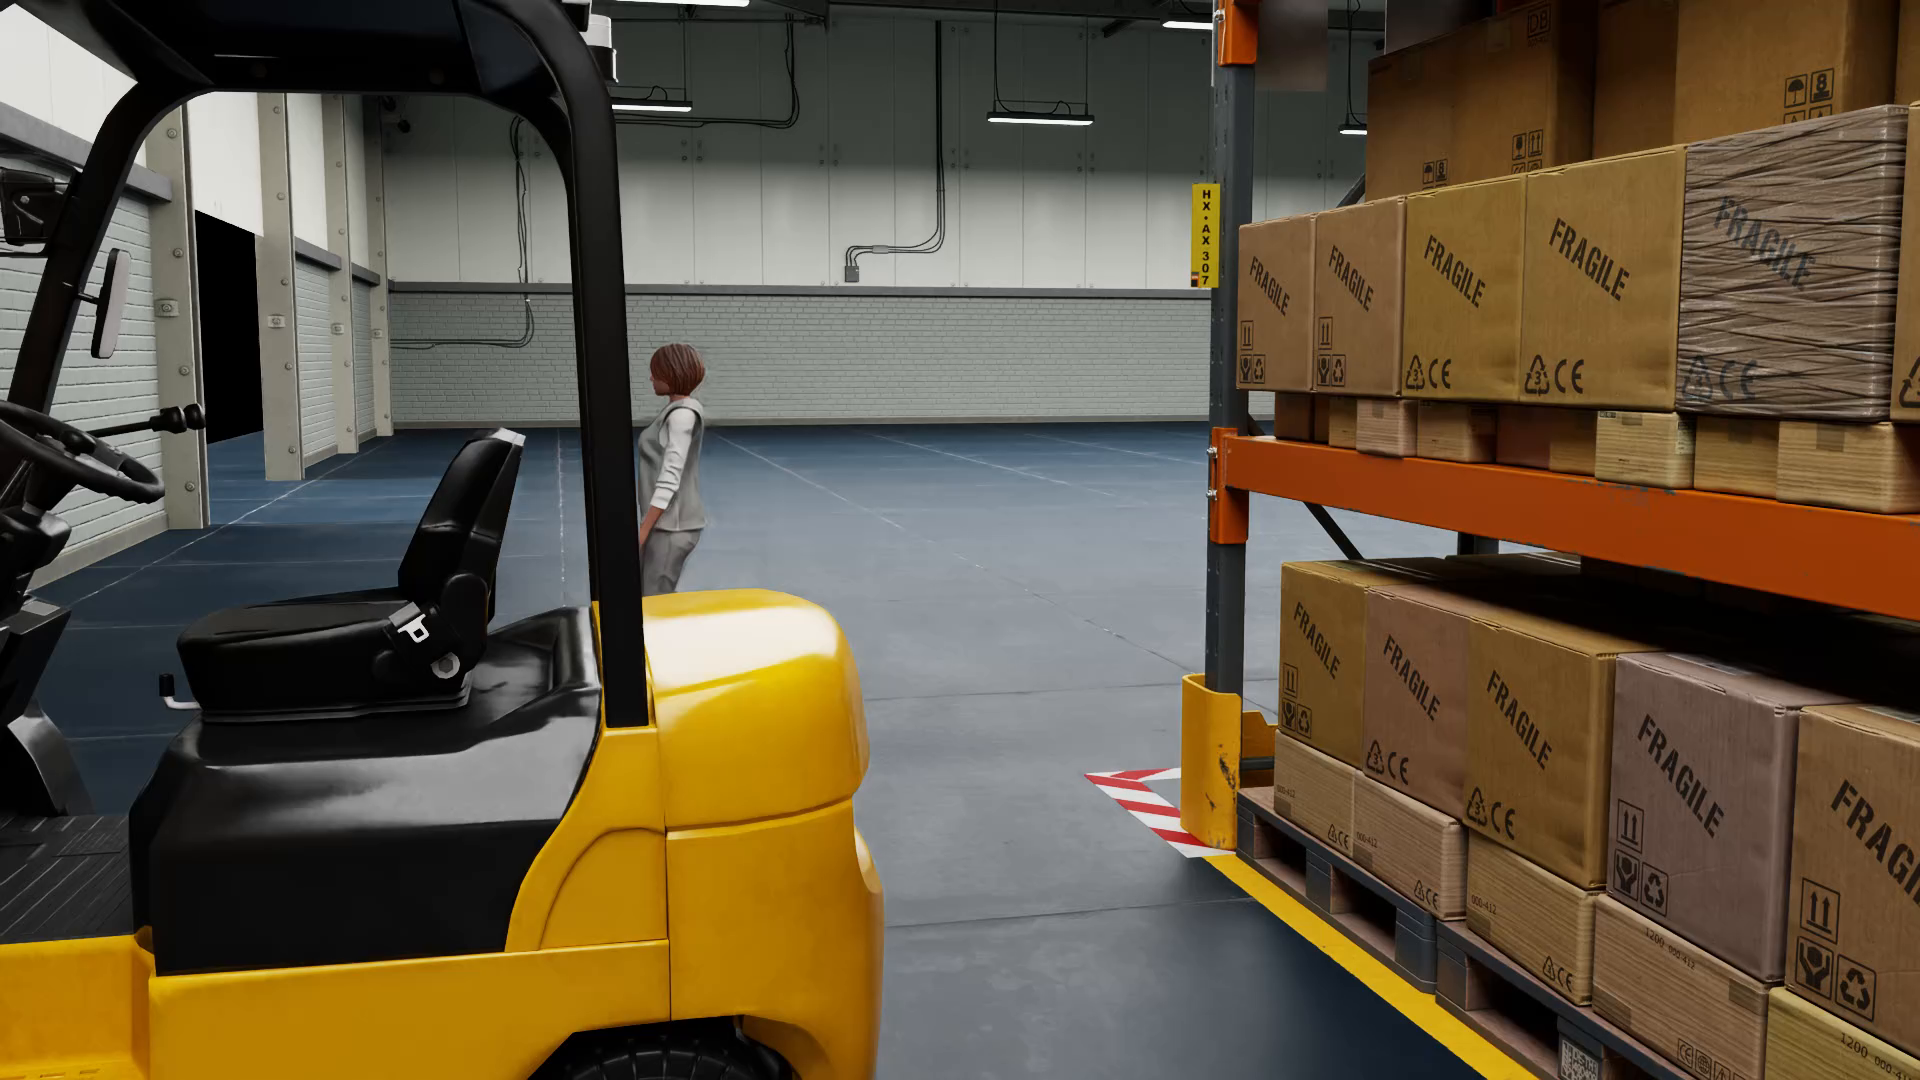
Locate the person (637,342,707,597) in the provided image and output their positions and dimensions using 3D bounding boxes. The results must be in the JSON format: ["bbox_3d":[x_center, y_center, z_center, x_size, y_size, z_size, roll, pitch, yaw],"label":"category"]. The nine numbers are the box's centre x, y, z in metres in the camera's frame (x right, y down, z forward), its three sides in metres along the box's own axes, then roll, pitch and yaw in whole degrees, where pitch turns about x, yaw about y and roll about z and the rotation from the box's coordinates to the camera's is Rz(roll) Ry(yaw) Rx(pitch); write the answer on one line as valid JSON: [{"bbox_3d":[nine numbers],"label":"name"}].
[{"bbox_3d":[-1.268,-0.035,7.058,0.536,1.583,0.435,-1,6,-11],"label":"person"}]
